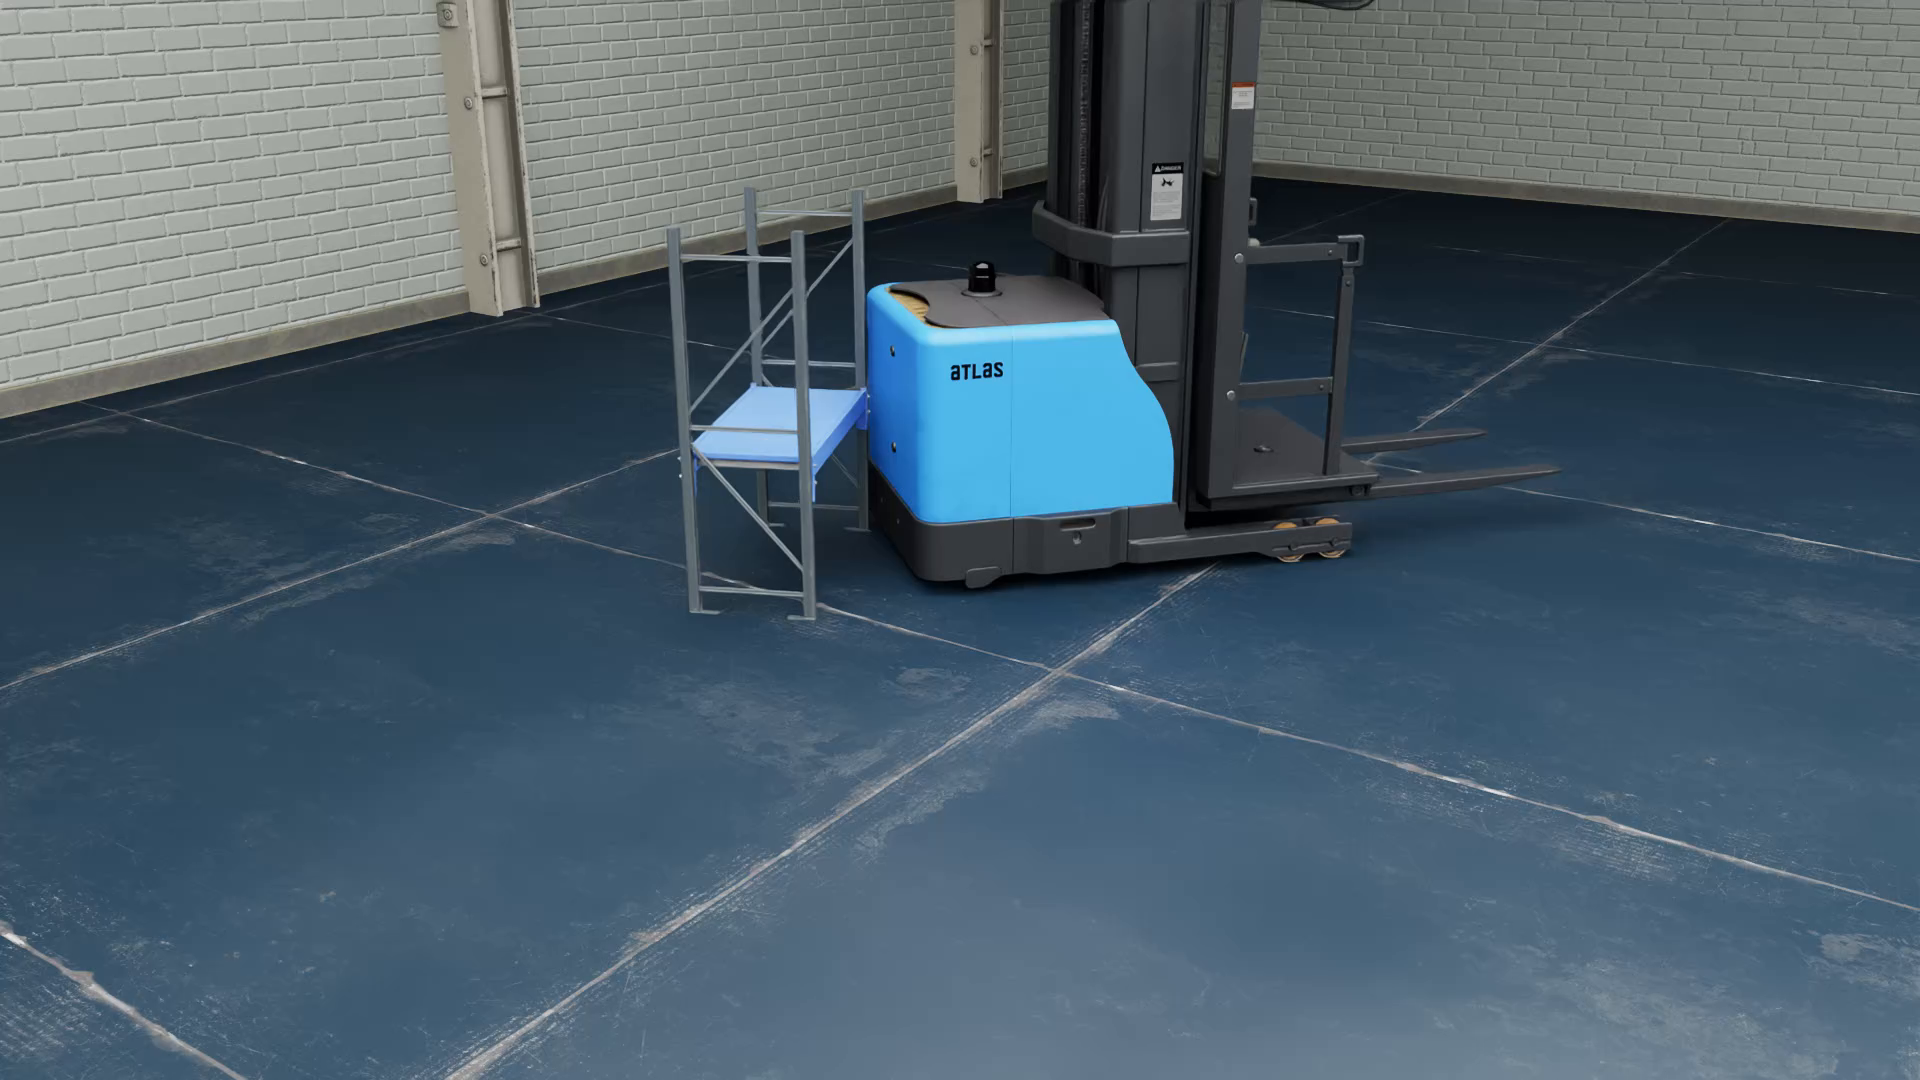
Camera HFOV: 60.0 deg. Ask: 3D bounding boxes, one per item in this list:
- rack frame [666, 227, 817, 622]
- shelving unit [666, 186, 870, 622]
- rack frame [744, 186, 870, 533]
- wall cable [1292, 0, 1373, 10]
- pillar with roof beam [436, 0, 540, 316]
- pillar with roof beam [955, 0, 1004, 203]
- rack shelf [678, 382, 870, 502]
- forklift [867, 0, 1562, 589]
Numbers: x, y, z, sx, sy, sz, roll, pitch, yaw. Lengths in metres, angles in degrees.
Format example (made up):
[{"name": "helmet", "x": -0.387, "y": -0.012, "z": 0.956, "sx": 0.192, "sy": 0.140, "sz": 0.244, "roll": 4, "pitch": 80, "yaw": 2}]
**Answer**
[{"name": "rack frame", "x": -0.804, "y": -0.406, "z": 6.202, "sx": 0.500, "sy": 1.500, "sz": 0.032, "roll": 3, "pitch": 21, "yaw": 8}, {"name": "shelving unit", "x": -0.727, "y": -0.581, "z": 6.673, "sx": 0.538, "sy": 1.500, "sz": 1.048, "roll": 3, "pitch": 21, "yaw": 8}, {"name": "rack frame", "x": -0.649, "y": -0.755, "z": 7.144, "sx": 0.500, "sy": 1.500, "sz": 0.032, "roll": 3, "pitch": 21, "yaw": 8}, {"name": "wall cable", "x": 2.932, "y": -6.693, "z": 16.864, "sx": 3.097, "sy": 2.526, "sz": 0.112, "roll": 13, "pitch": 24, "yaw": 32}, {"name": "pillar with roof beam", "x": 0.370, "y": -5.001, "z": 7.814, "sx": 9.100, "sy": 9.000, "sz": 0.400, "roll": 13, "pitch": 24, "yaw": 32}, {"name": "pillar with roof beam", "x": 3.743, "y": -6.723, "z": 12.468, "sx": 9.100, "sy": 9.000, "sz": 0.400, "roll": 13, "pitch": 24, "yaw": 32}, {"name": "rack shelf", "x": -0.727, "y": -0.412, "z": 6.735, "sx": 0.538, "sy": 0.185, "sz": 1.000, "roll": 3, "pitch": 21, "yaw": 8}, {"name": "forklift", "x": 1.164, "y": -1.450, "z": 6.959, "sx": 3.031, "sy": 2.935, "sz": 1.130, "roll": -6, "pitch": 21, "yaw": -15}]
